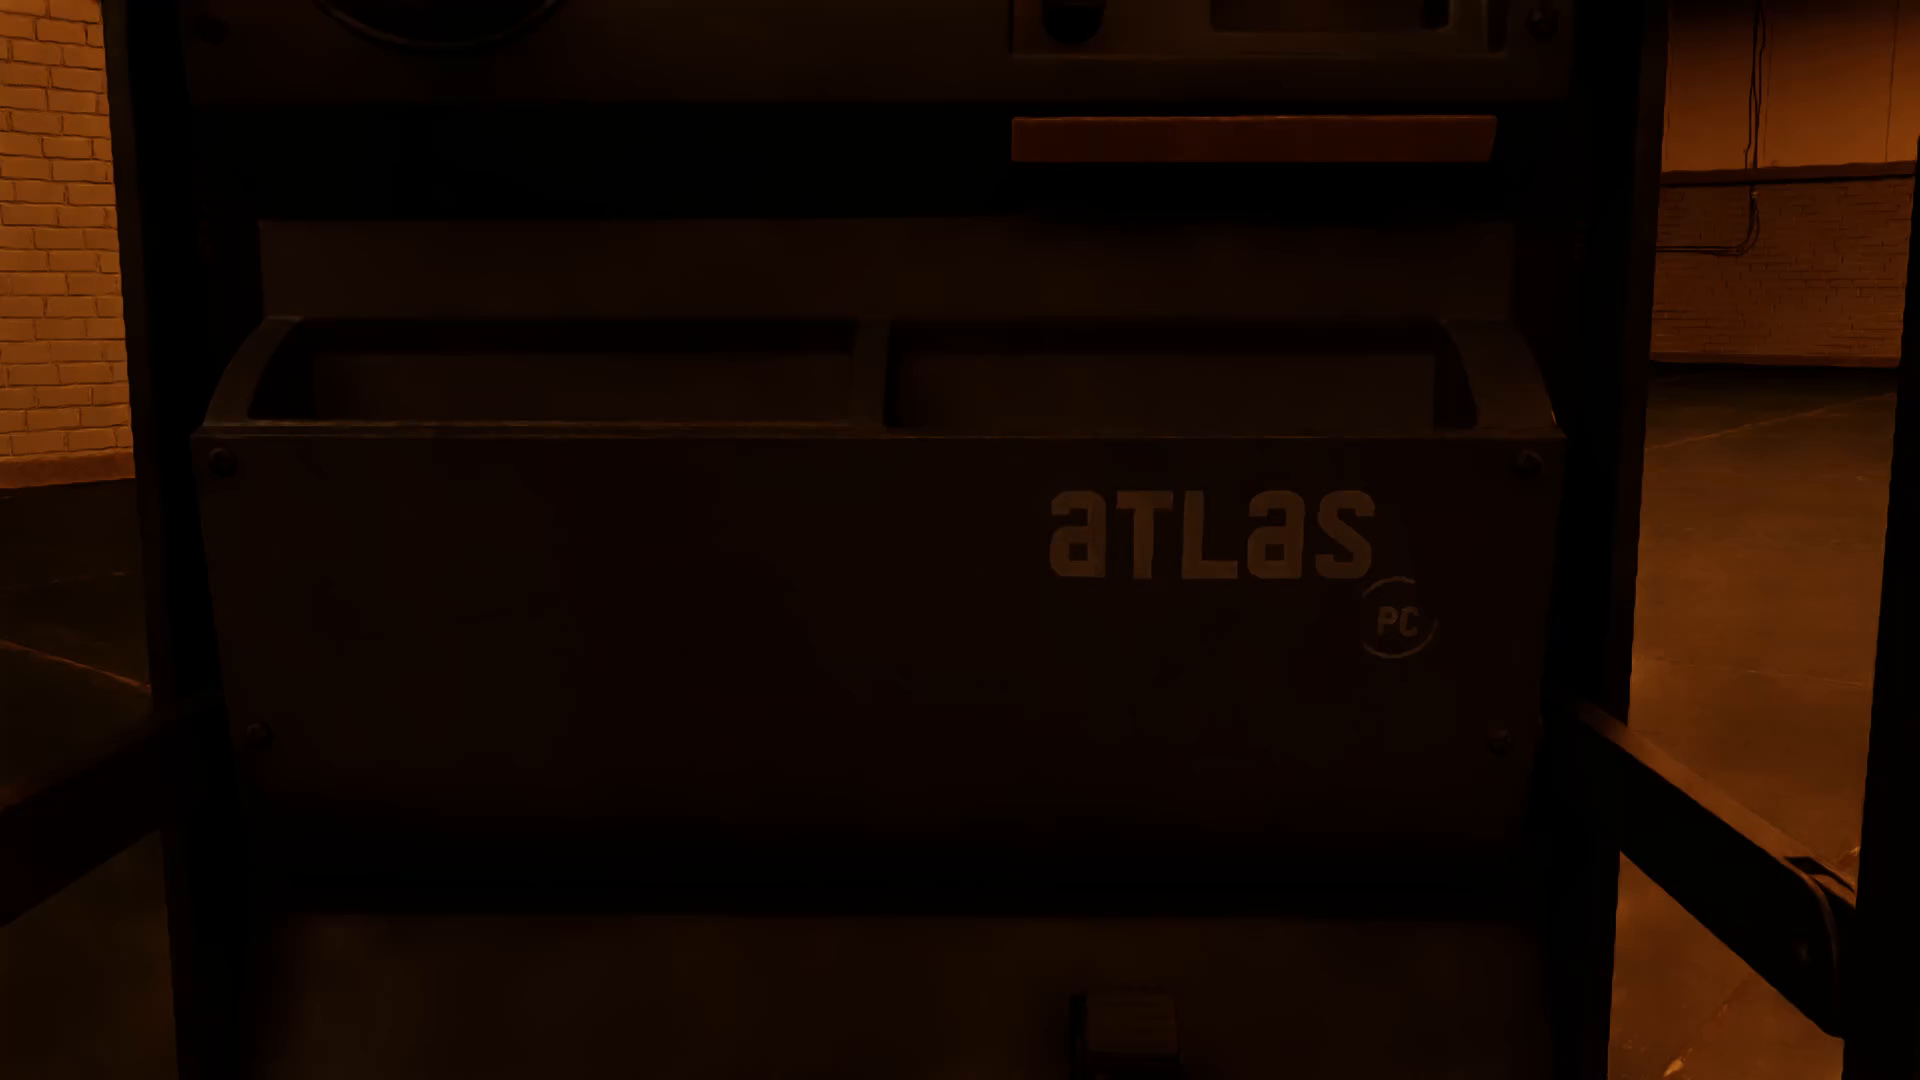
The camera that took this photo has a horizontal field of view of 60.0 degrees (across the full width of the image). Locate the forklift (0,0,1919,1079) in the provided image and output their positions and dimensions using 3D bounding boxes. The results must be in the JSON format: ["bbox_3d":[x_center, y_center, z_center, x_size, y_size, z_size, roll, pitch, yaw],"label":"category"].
[{"bbox_3d":[-0.059,-0.531,0.915,1.130,2.935,3.031,0,8,1],"label":"forklift"}]
